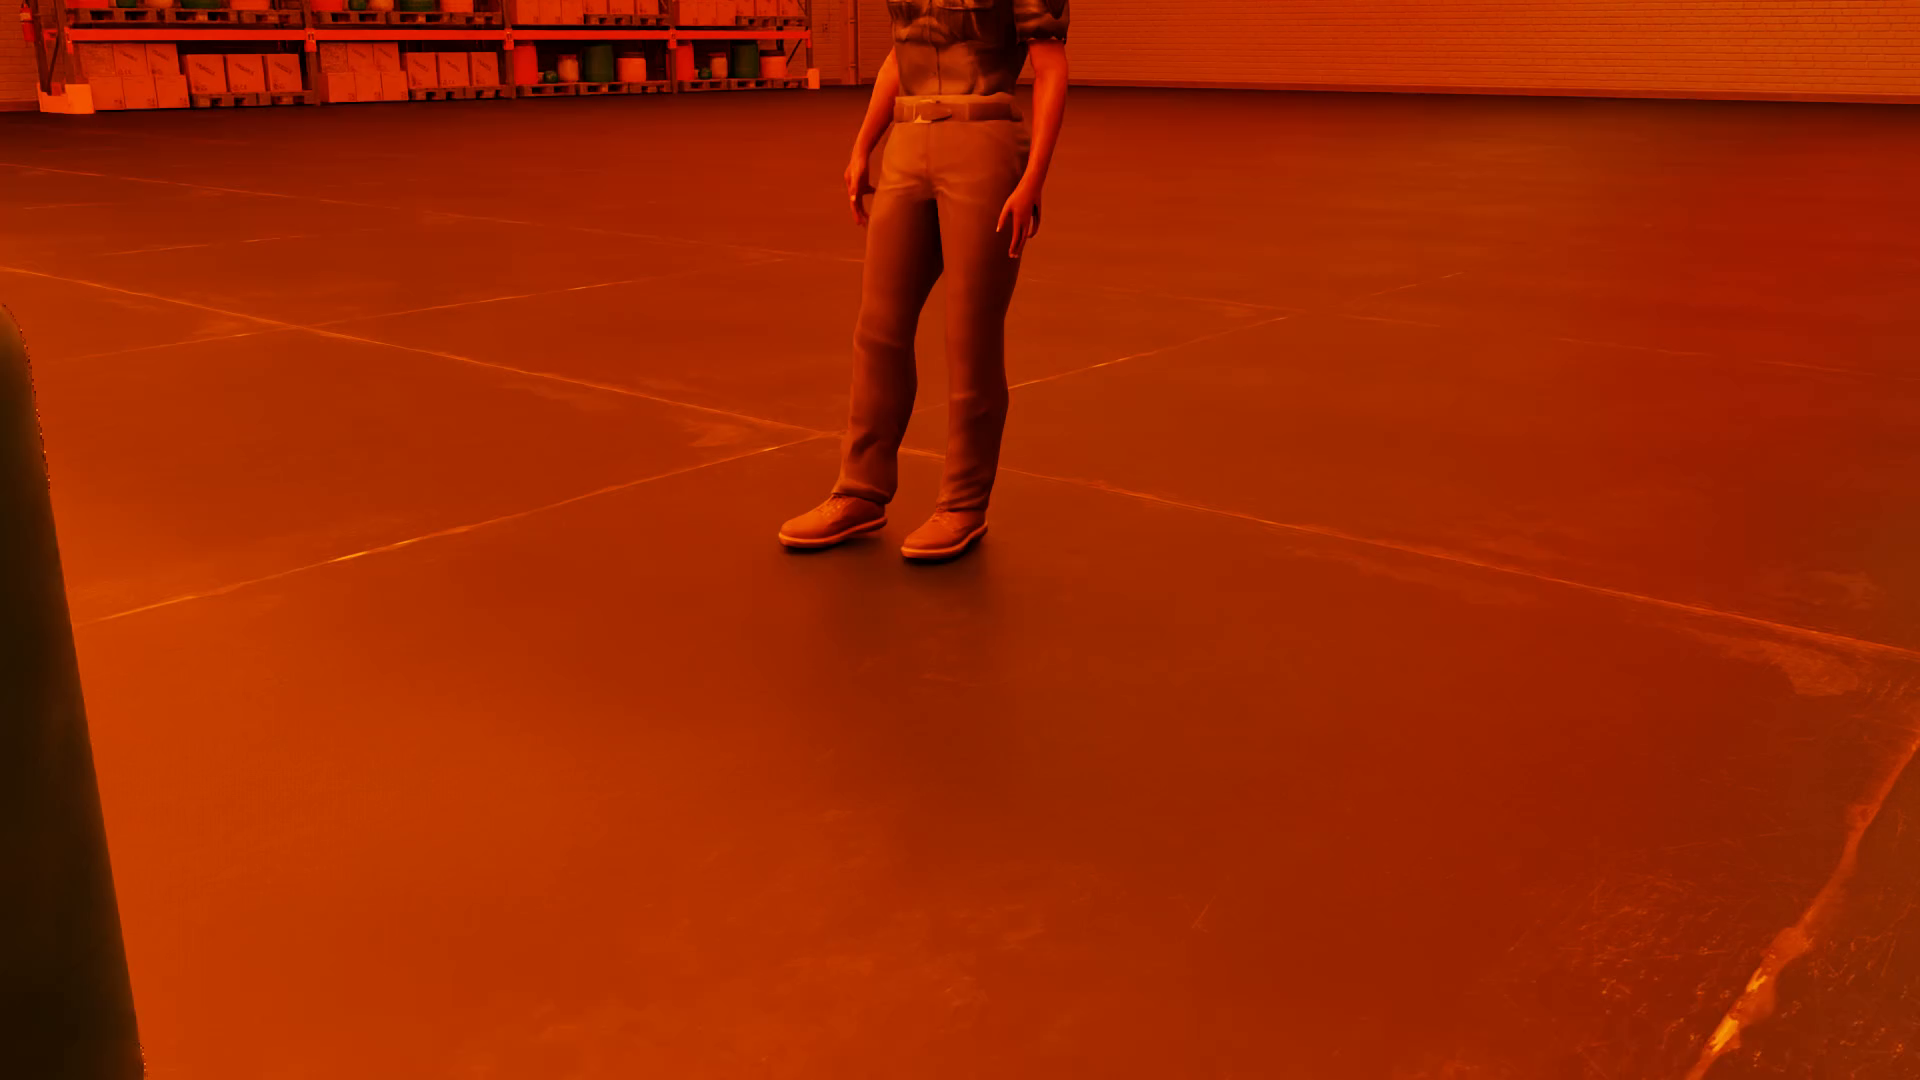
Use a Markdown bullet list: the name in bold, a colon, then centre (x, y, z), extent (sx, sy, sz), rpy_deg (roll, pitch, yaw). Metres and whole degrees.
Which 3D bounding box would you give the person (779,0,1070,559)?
- **person**: centre (-0.071, -0.783, 3.647), extent (0.569, 1.656, 0.503), rpy_deg (13, 21, 37)
